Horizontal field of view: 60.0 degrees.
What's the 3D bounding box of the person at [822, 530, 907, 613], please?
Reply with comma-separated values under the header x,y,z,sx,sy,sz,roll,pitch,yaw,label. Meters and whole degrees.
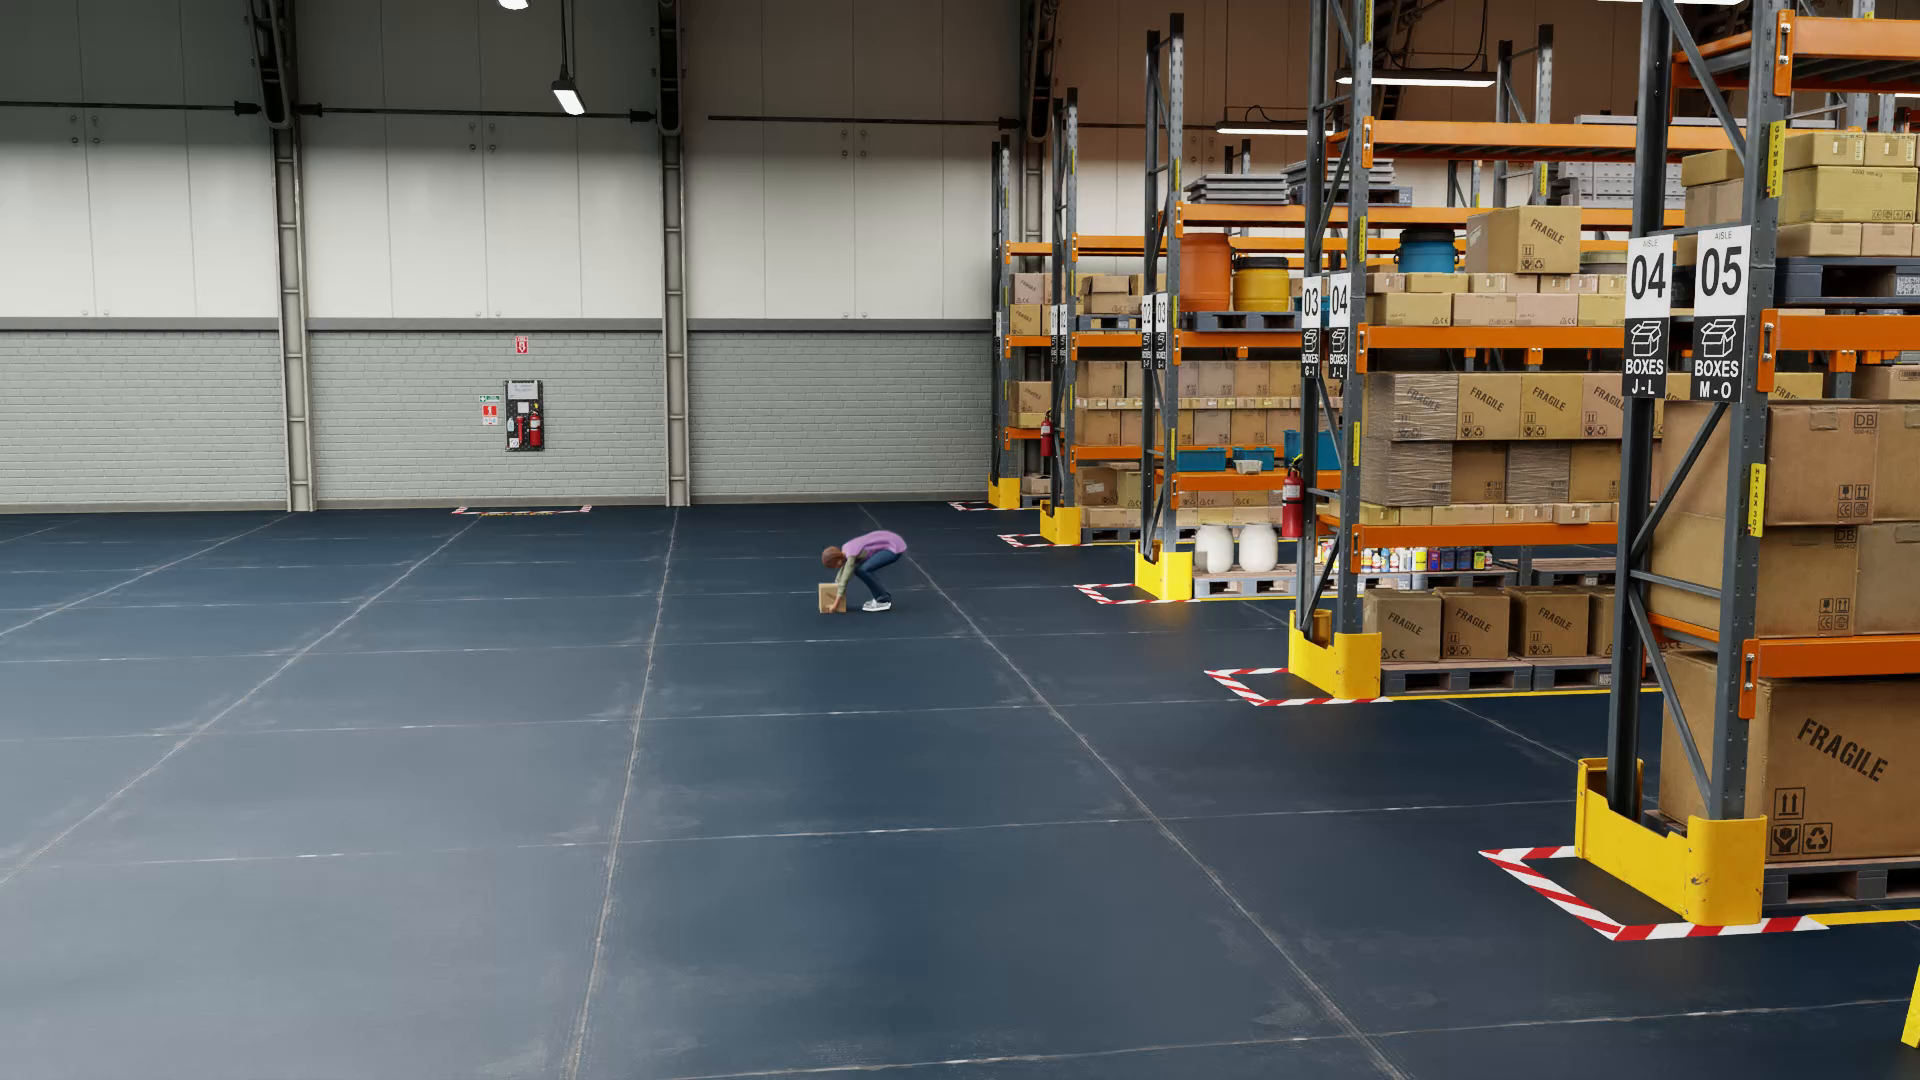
x,y,z,sx,sy,sz,roll,pitch,yaw,label
-0.964,0.314,16.786,0.861,0.815,0.424,-1,7,-11,person
